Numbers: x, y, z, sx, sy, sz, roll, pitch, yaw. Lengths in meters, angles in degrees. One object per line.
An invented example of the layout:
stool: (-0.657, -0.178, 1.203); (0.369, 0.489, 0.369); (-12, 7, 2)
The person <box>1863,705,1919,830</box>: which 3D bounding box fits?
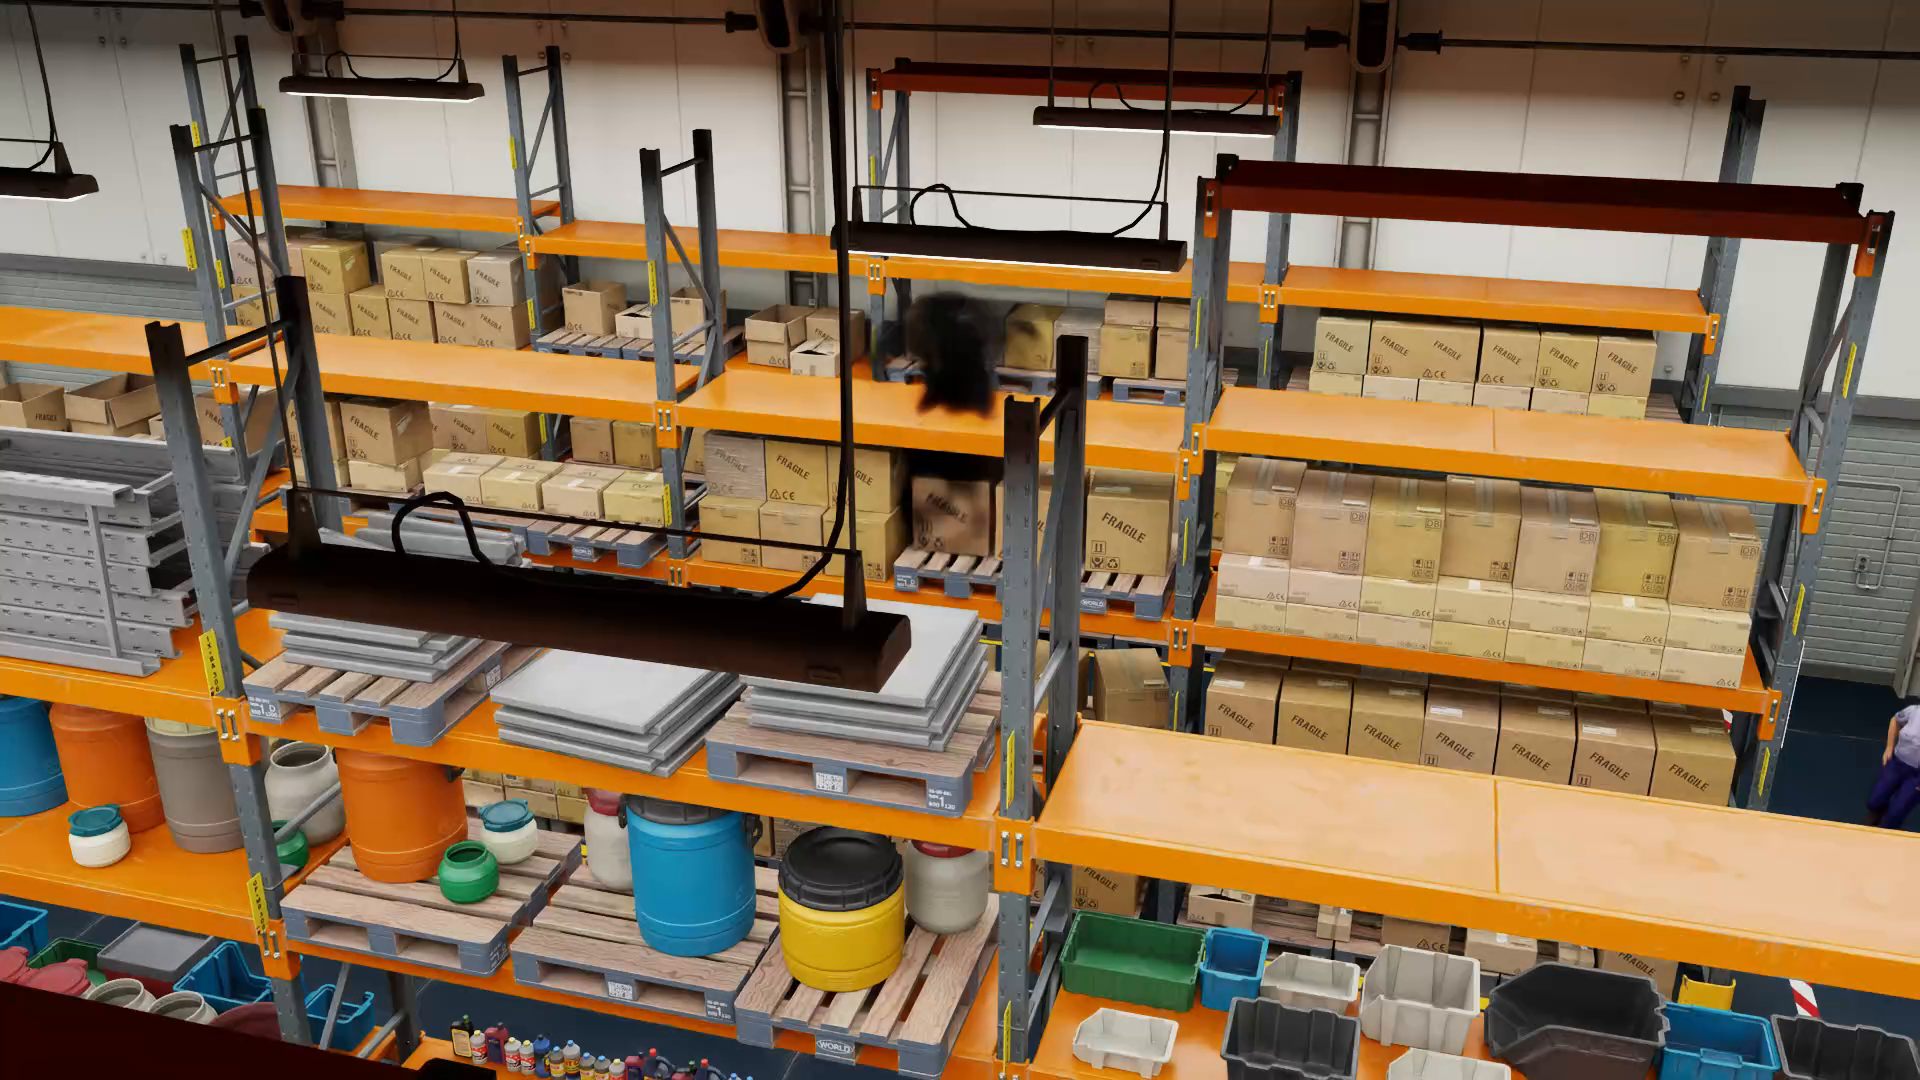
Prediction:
person: (8.060, 2.032, 14.063); (0.517, 1.412, 0.666); (-20, 30, -39)
